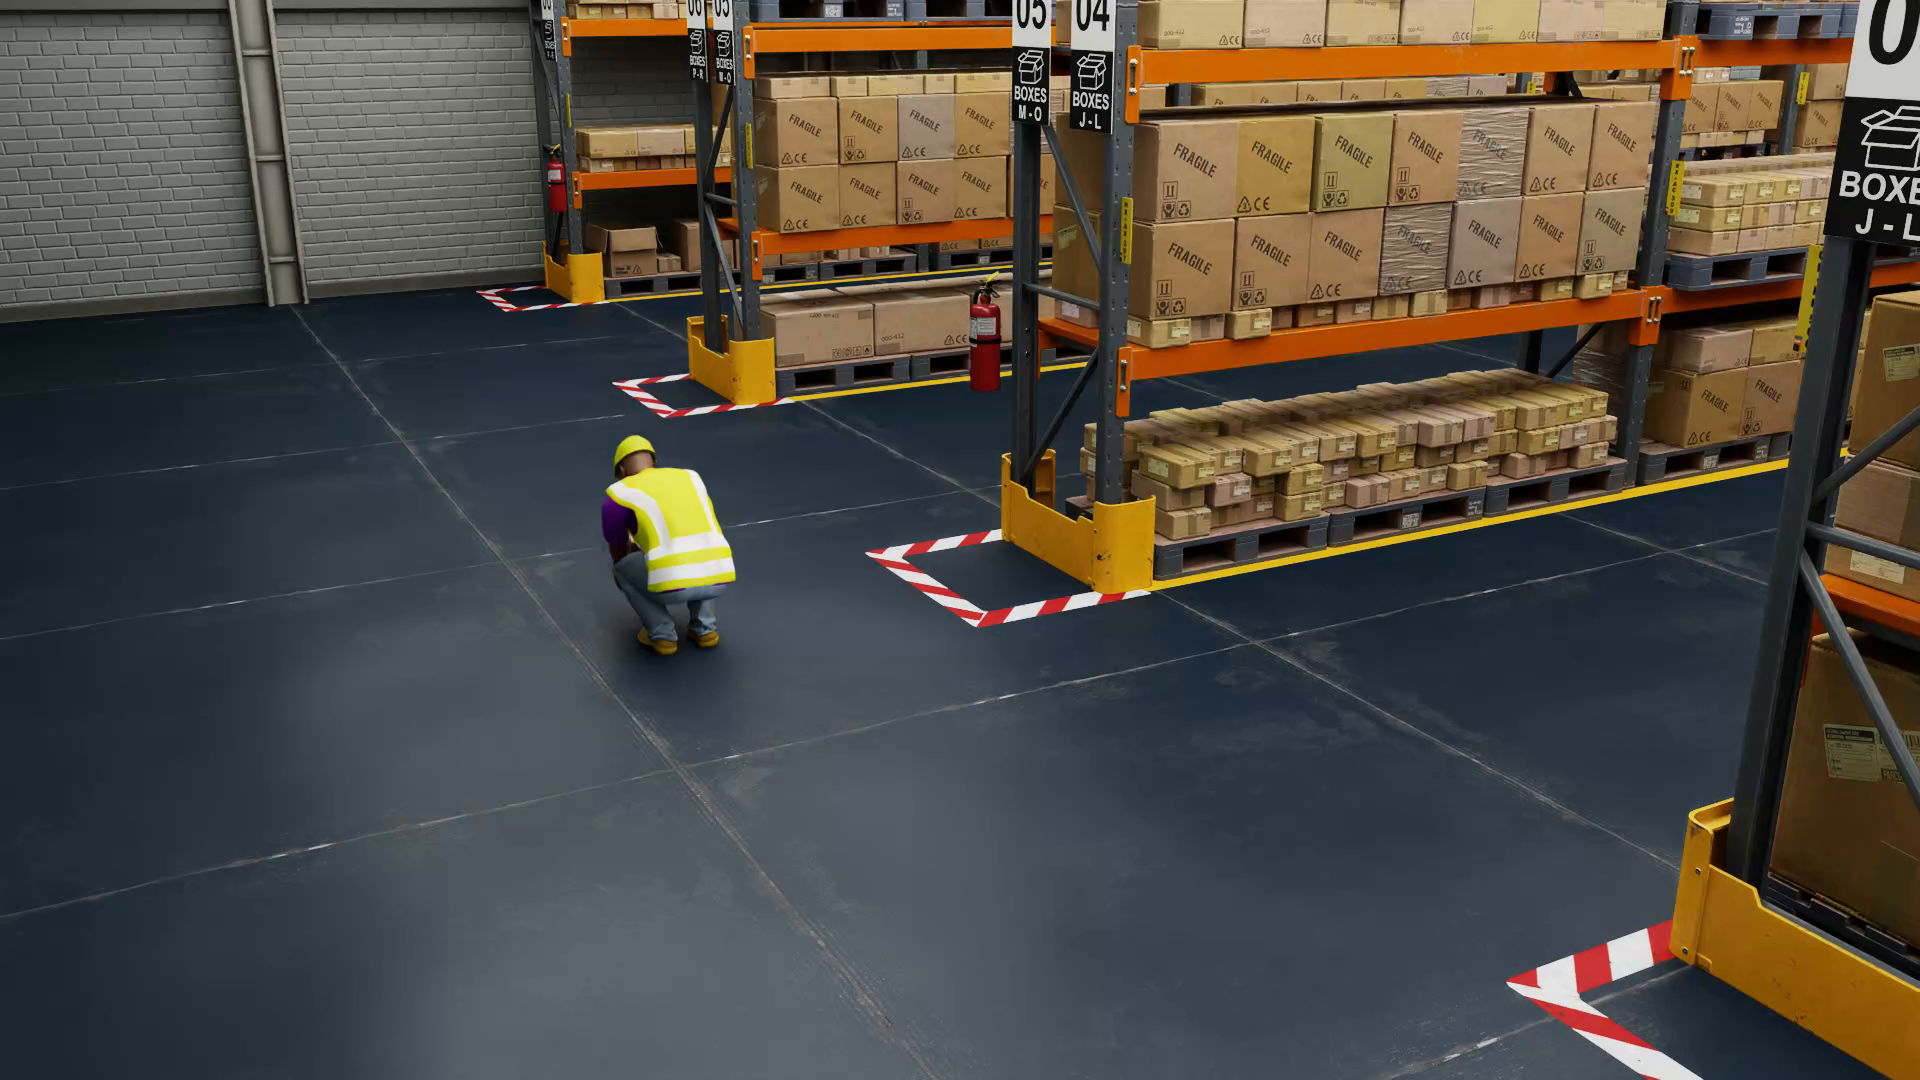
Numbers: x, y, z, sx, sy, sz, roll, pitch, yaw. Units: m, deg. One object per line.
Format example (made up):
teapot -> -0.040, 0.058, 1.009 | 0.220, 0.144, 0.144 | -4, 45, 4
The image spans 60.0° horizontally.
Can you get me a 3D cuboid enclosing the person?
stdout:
person -> -1.460, 0.018, 8.211 | 0.584, 0.994, 0.884 | -10, 21, -27
